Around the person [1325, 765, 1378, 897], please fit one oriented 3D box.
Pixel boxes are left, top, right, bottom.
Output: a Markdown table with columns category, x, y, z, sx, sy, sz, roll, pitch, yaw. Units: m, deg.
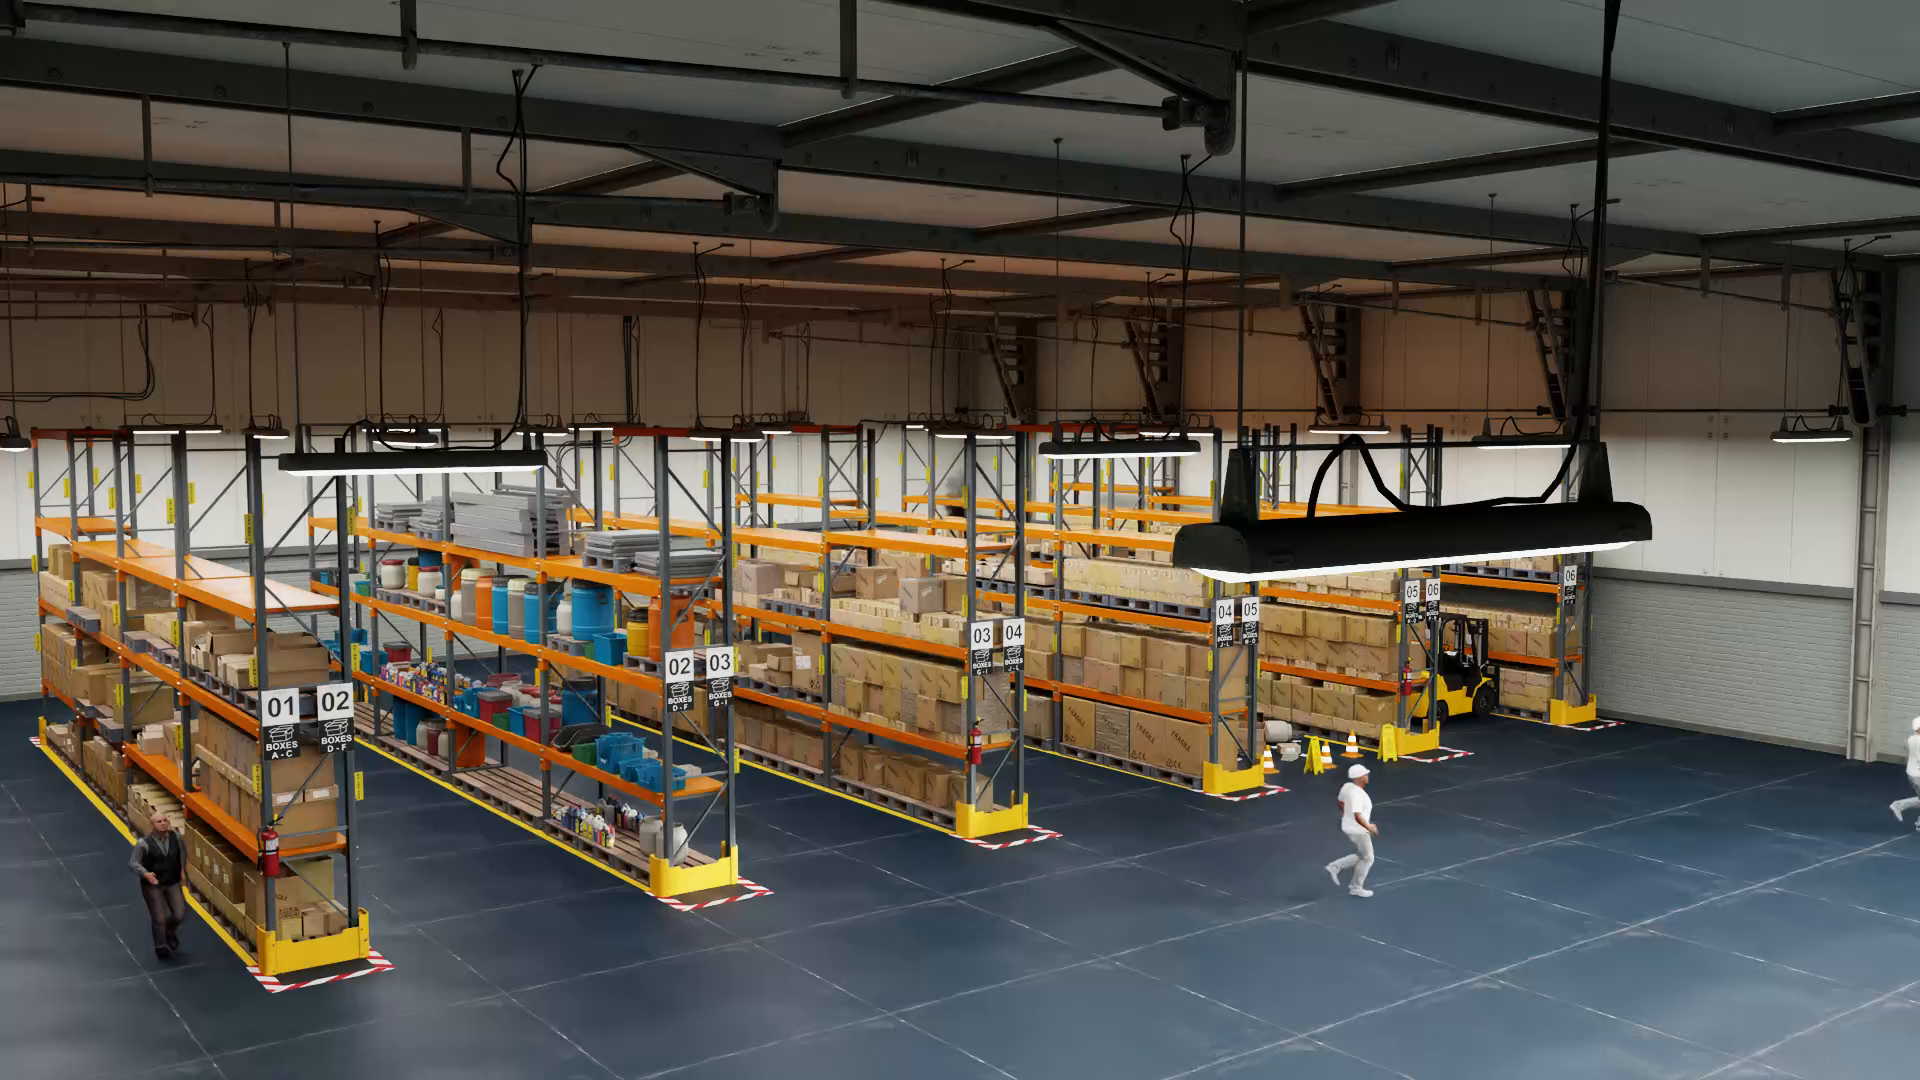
| category | x | y | z | sx | sy | sz | roll | pitch | yaw |
| --- | --- | --- | --- | --- | --- | --- | --- | --- | --- |
| person | 5.090 | 3.772 | 21.653 | 0.602 | 1.720 | 0.733 | 0 | 4 | -5 |

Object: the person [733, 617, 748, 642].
| category | x | y | z | sx | sy | sz | roll | pitch | yaw |
| --- | --- | --- | --- | --- | --- | --- | --- | --- | --- |
| person | -5.507 | 2.145 | 41.858 | 0.910 | 1.713 | 0.719 | 0 | 4 | 1 |

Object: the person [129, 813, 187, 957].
| category | x | y | z | sx | sy | sz | roll | pitch | yaw |
| --- | --- | --- | --- | --- | --- | --- | --- | --- | --- |
| person | -9.186 | 3.978 | 19.158 | 0.673 | 1.683 | 0.569 | -4 | 6 | -42 |

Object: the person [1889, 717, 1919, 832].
| category | x | y | z | sx | sy | sz | roll | pitch | yaw |
| --- | --- | --- | --- | --- | --- | --- | --- | --- | --- |
| person | 14.330 | 3.507 | 24.906 | 0.654 | 1.728 | 0.681 | 1 | 5 | 14 |
